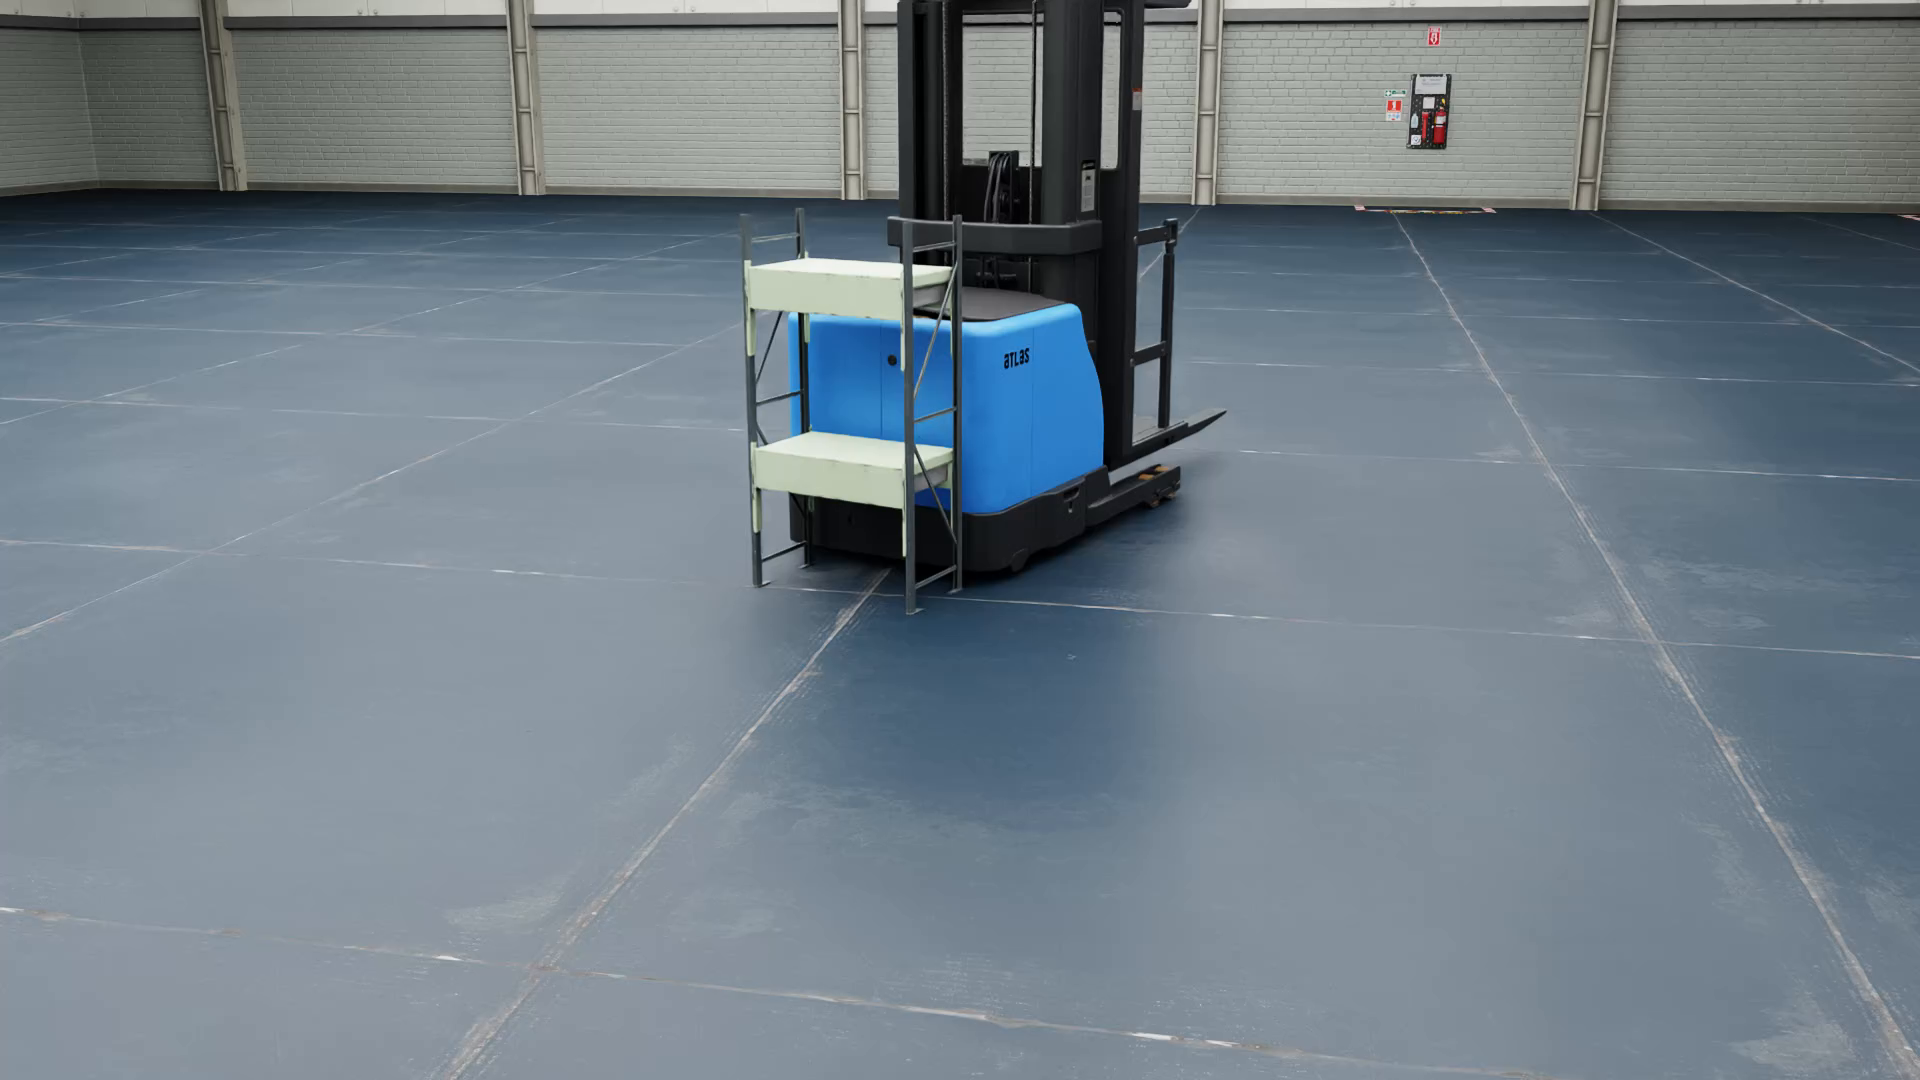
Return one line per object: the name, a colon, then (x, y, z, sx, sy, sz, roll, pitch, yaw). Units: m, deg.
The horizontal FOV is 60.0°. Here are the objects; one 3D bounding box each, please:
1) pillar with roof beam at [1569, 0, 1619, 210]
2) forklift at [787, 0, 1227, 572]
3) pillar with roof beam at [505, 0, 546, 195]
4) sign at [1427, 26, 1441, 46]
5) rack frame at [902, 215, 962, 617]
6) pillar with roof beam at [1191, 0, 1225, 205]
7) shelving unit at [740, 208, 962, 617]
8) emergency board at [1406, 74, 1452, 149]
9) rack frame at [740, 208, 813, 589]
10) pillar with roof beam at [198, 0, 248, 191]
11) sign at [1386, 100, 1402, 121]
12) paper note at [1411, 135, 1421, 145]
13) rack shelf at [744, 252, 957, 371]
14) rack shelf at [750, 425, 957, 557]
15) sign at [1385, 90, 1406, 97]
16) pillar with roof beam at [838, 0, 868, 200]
pillar with roof beam: (9.077, -8.479, 21.245, 0.400, 9.000, 9.100, 3, 16, 11)
forklift: (0.436, -1.622, 7.856, 1.130, 2.935, 3.031, 9, 18, 29)
pillar with roof beam: (-8.562, -9.437, 24.702, 0.400, 9.000, 9.100, 3, 16, 11)
sign: (7.532, -7.999, 26.408, 0.199, 0.298, 0.001, 3, 16, 11)
rack frame: (-0.101, -0.475, 6.396, 0.023, 1.500, 0.400, 9, 18, 29)
pillar with roof beam: (3.197, -8.798, 22.397, 0.400, 9.000, 9.100, 3, 16, 11)
shelving unit: (-0.418, -0.523, 6.571, 0.755, 1.500, 0.431, 9, 18, 29)
emergency board: (7.520, -6.856, 26.622, 0.643, 1.169, 0.194, 3, 16, 11)
rack frame: (-0.736, -0.571, 6.746, 0.023, 1.500, 0.400, 9, 18, 29)
pillar with roof beam: (-14.442, -9.756, 25.854, 0.400, 9.000, 9.100, 3, 16, 11)
sign: (6.999, -6.929, 26.821, 0.234, 0.329, 0.001, 3, 16, 11)
paper note: (7.361, -6.458, 26.839, 0.142, 0.148, 0.016, 3, 16, 11)
rack shelf: (-0.418, -0.899, 6.466, 0.720, 0.370, 0.431, 9, 18, 29)
rack shelf: (-0.418, -0.209, 6.658, 0.720, 0.370, 0.431, 9, 18, 29)
sign: (7.002, -7.182, 26.741, 0.331, 0.109, 0.001, 3, 16, 11)
pillar with roof beam: (-2.683, -9.117, 23.549, 0.400, 9.000, 9.100, 3, 16, 11)
